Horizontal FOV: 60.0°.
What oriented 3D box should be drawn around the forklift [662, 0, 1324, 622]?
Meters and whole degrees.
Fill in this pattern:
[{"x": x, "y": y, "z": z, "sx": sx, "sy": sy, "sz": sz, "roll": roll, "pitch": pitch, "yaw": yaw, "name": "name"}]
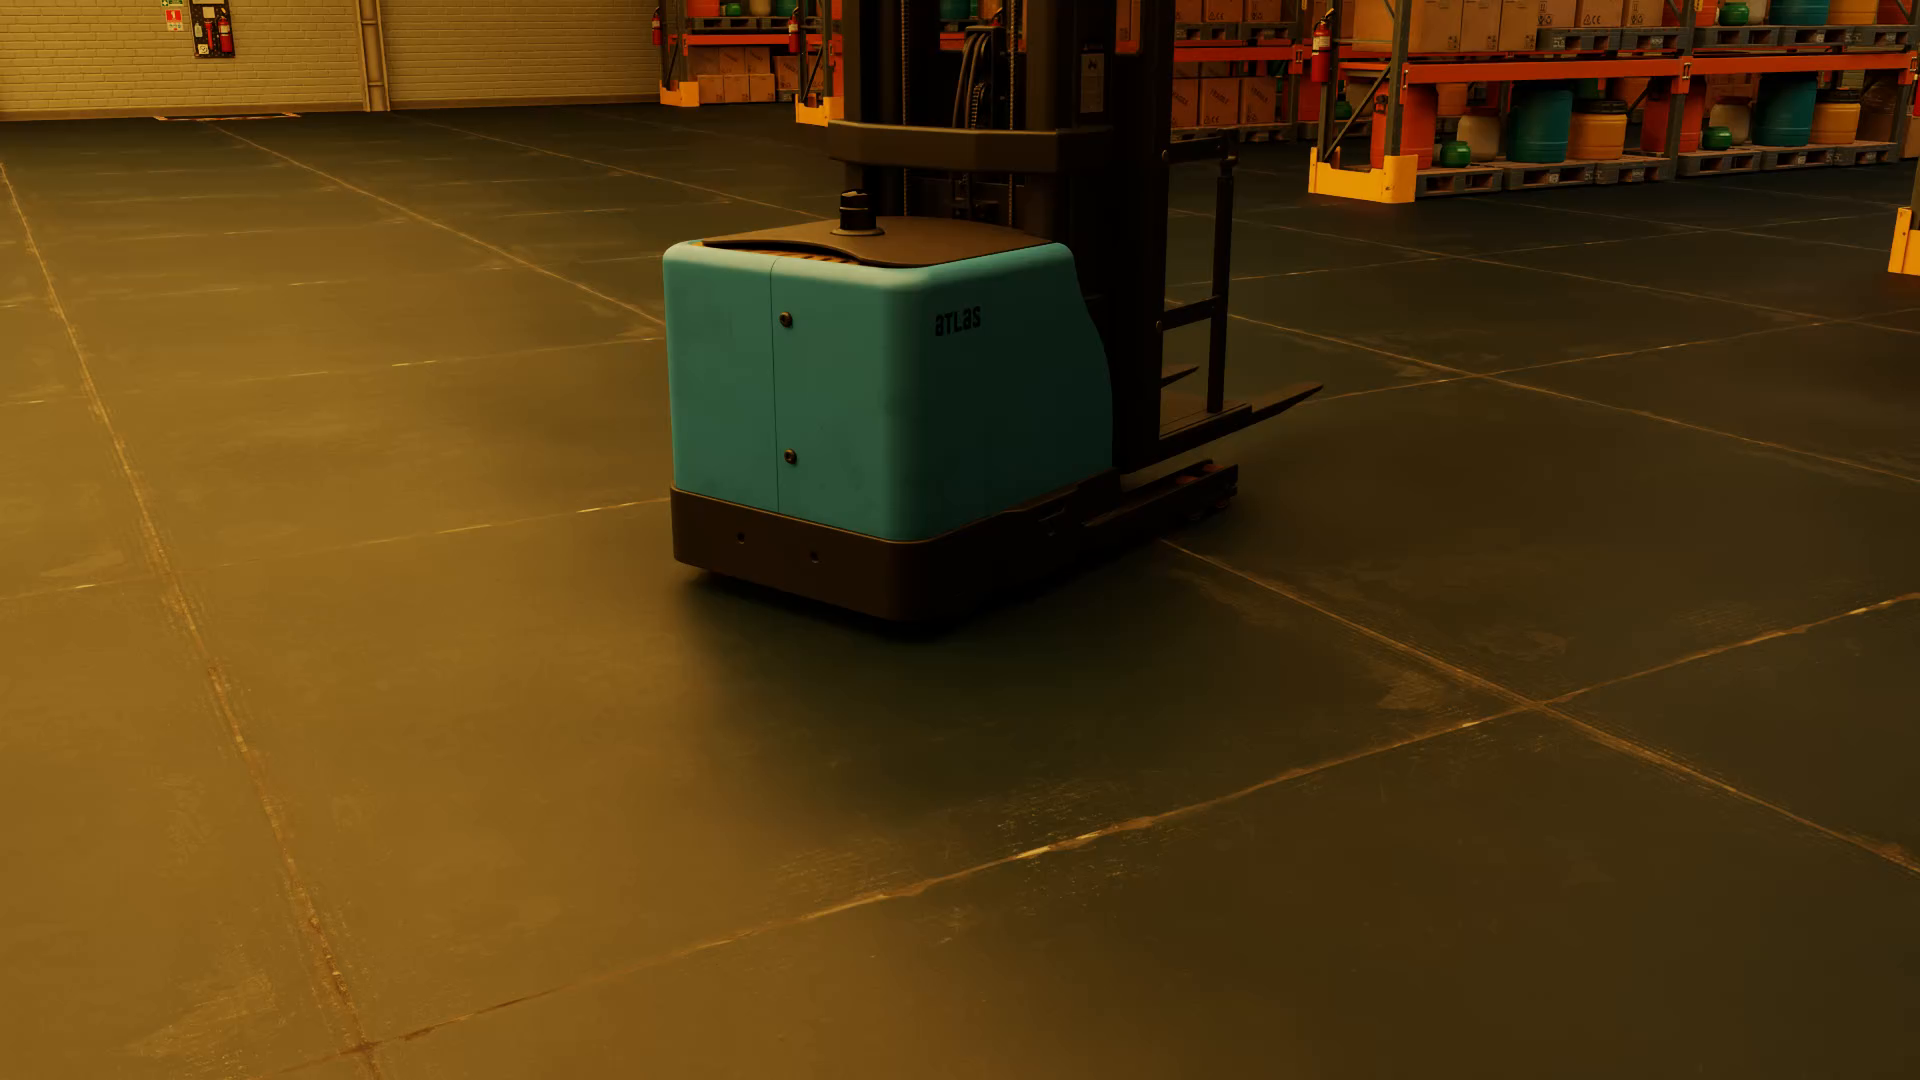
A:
[{"x": 0.370, "y": -1.543, "z": 5.771, "sx": 1.130, "sy": 2.935, "sz": 3.031, "roll": 13, "pitch": 22, "yaw": 35, "name": "forklift"}]
